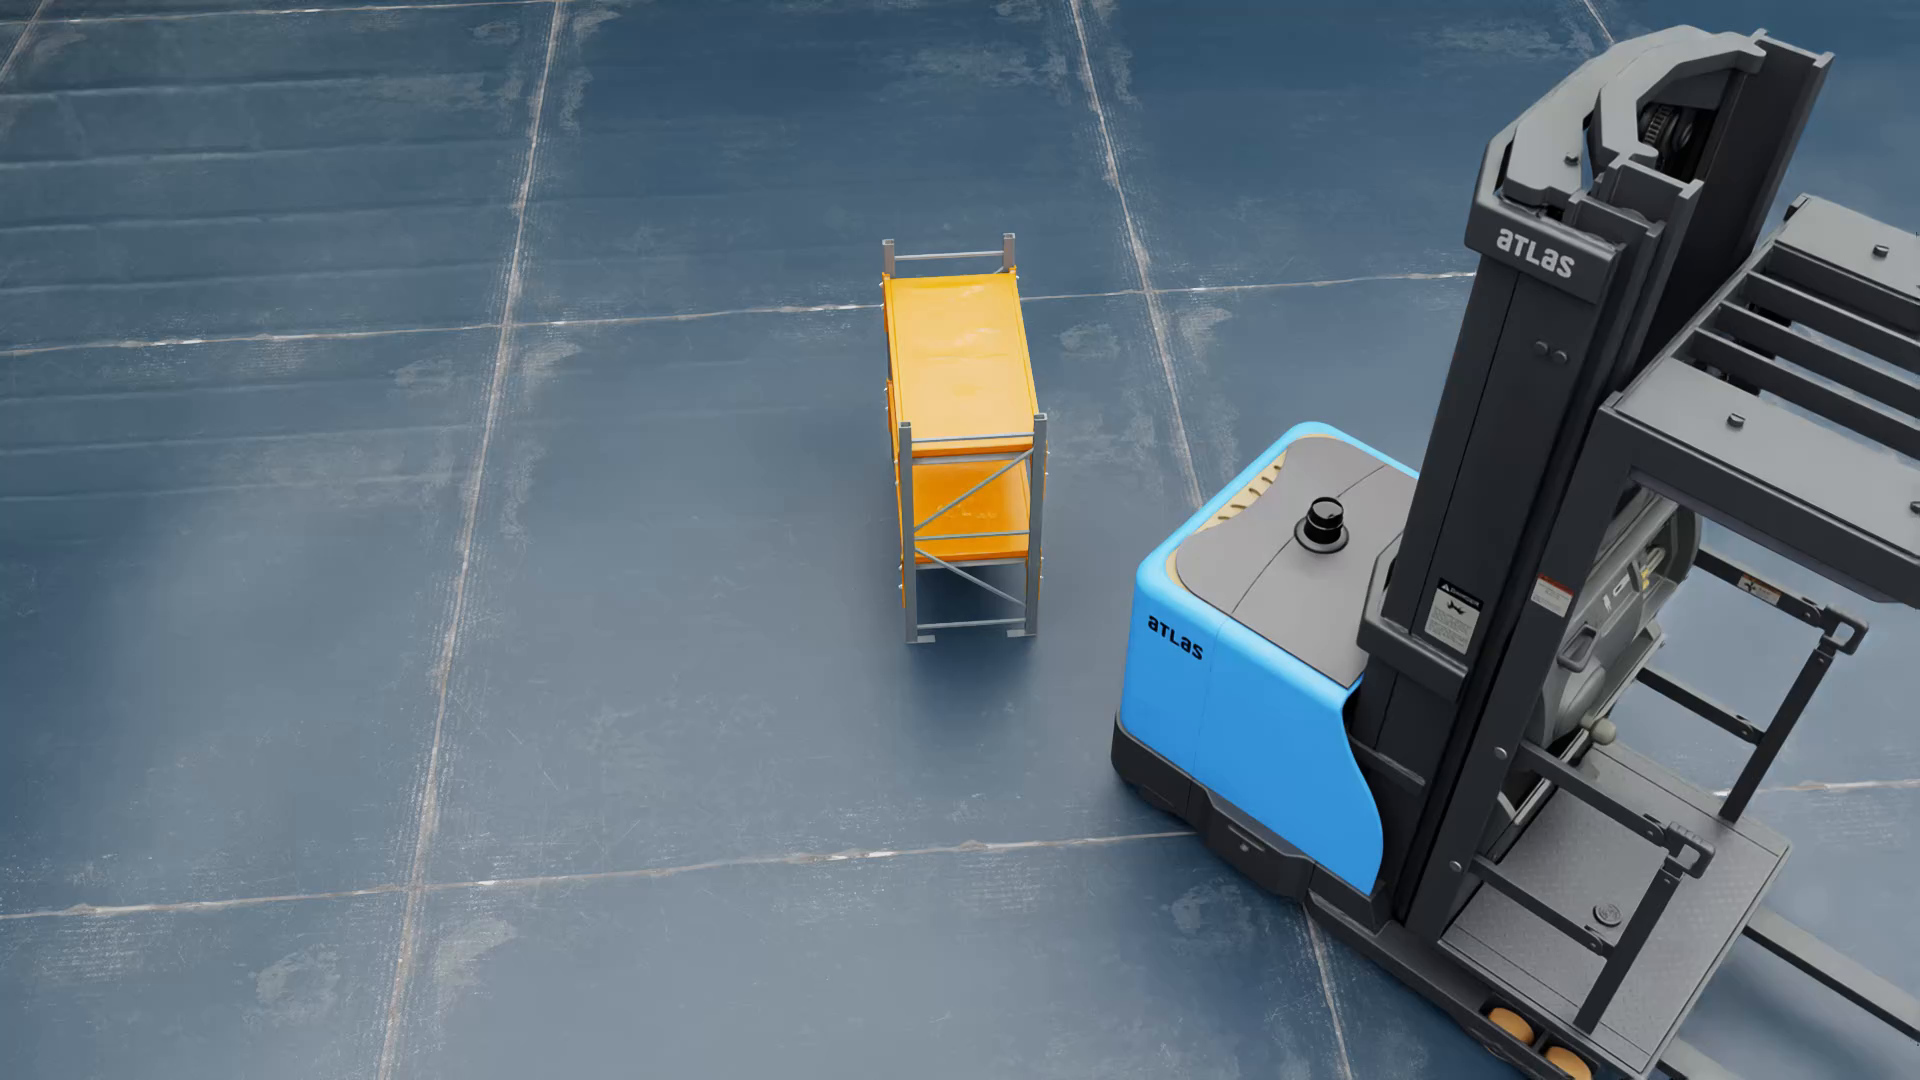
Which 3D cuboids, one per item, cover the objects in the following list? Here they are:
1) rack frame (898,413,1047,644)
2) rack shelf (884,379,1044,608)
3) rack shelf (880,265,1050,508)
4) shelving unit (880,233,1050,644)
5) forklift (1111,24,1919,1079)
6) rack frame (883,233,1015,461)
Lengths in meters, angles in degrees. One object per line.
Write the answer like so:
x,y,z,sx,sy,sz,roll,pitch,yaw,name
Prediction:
0.043,-0.014,5.989,0.500,1.125,0.032,-3,47,-3,rack frame
0.001,-0.214,6.514,0.538,0.278,1.000,-3,47,-3,rack shelf
0.001,-0.583,6.124,0.538,0.278,1.000,-3,47,-3,rack shelf
0.001,-0.382,6.337,0.538,1.125,1.048,-3,47,-3,shelving unit
1.970,0.276,4.470,3.031,2.935,1.130,33,55,27,forklift
-0.042,-0.750,6.685,0.500,1.125,0.032,-3,47,-3,rack frame
